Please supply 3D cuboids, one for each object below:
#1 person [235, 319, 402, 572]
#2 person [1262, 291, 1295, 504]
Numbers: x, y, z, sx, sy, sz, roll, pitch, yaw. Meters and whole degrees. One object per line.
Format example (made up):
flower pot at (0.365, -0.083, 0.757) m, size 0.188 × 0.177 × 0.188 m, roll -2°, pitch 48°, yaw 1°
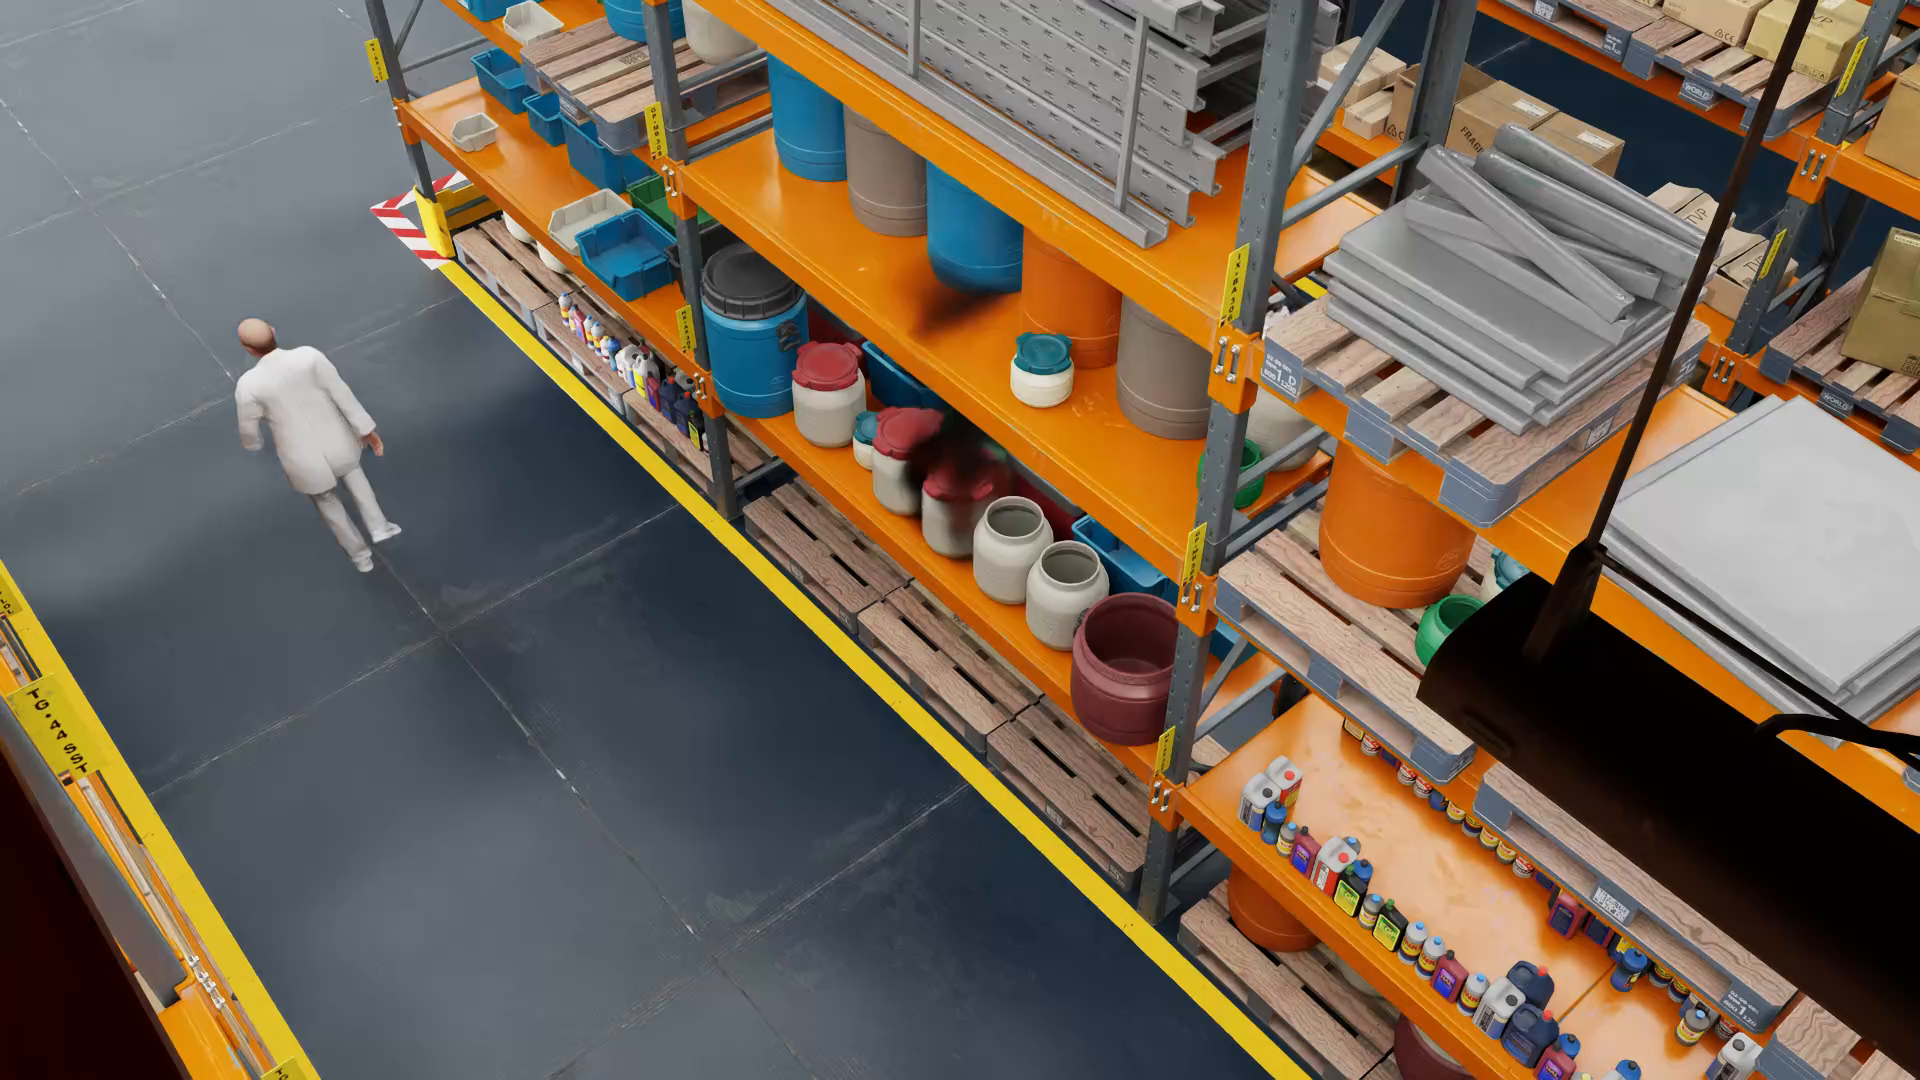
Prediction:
person at (-3.872, -0.580, 9.959) m, size 0.675 × 1.726 × 0.674 m, roll -29°, pitch 53°, yaw -25°
person at (1.817, -0.916, 10.279) m, size 0.531 × 1.759 × 0.815 m, roll -32°, pitch 54°, yaw -27°
